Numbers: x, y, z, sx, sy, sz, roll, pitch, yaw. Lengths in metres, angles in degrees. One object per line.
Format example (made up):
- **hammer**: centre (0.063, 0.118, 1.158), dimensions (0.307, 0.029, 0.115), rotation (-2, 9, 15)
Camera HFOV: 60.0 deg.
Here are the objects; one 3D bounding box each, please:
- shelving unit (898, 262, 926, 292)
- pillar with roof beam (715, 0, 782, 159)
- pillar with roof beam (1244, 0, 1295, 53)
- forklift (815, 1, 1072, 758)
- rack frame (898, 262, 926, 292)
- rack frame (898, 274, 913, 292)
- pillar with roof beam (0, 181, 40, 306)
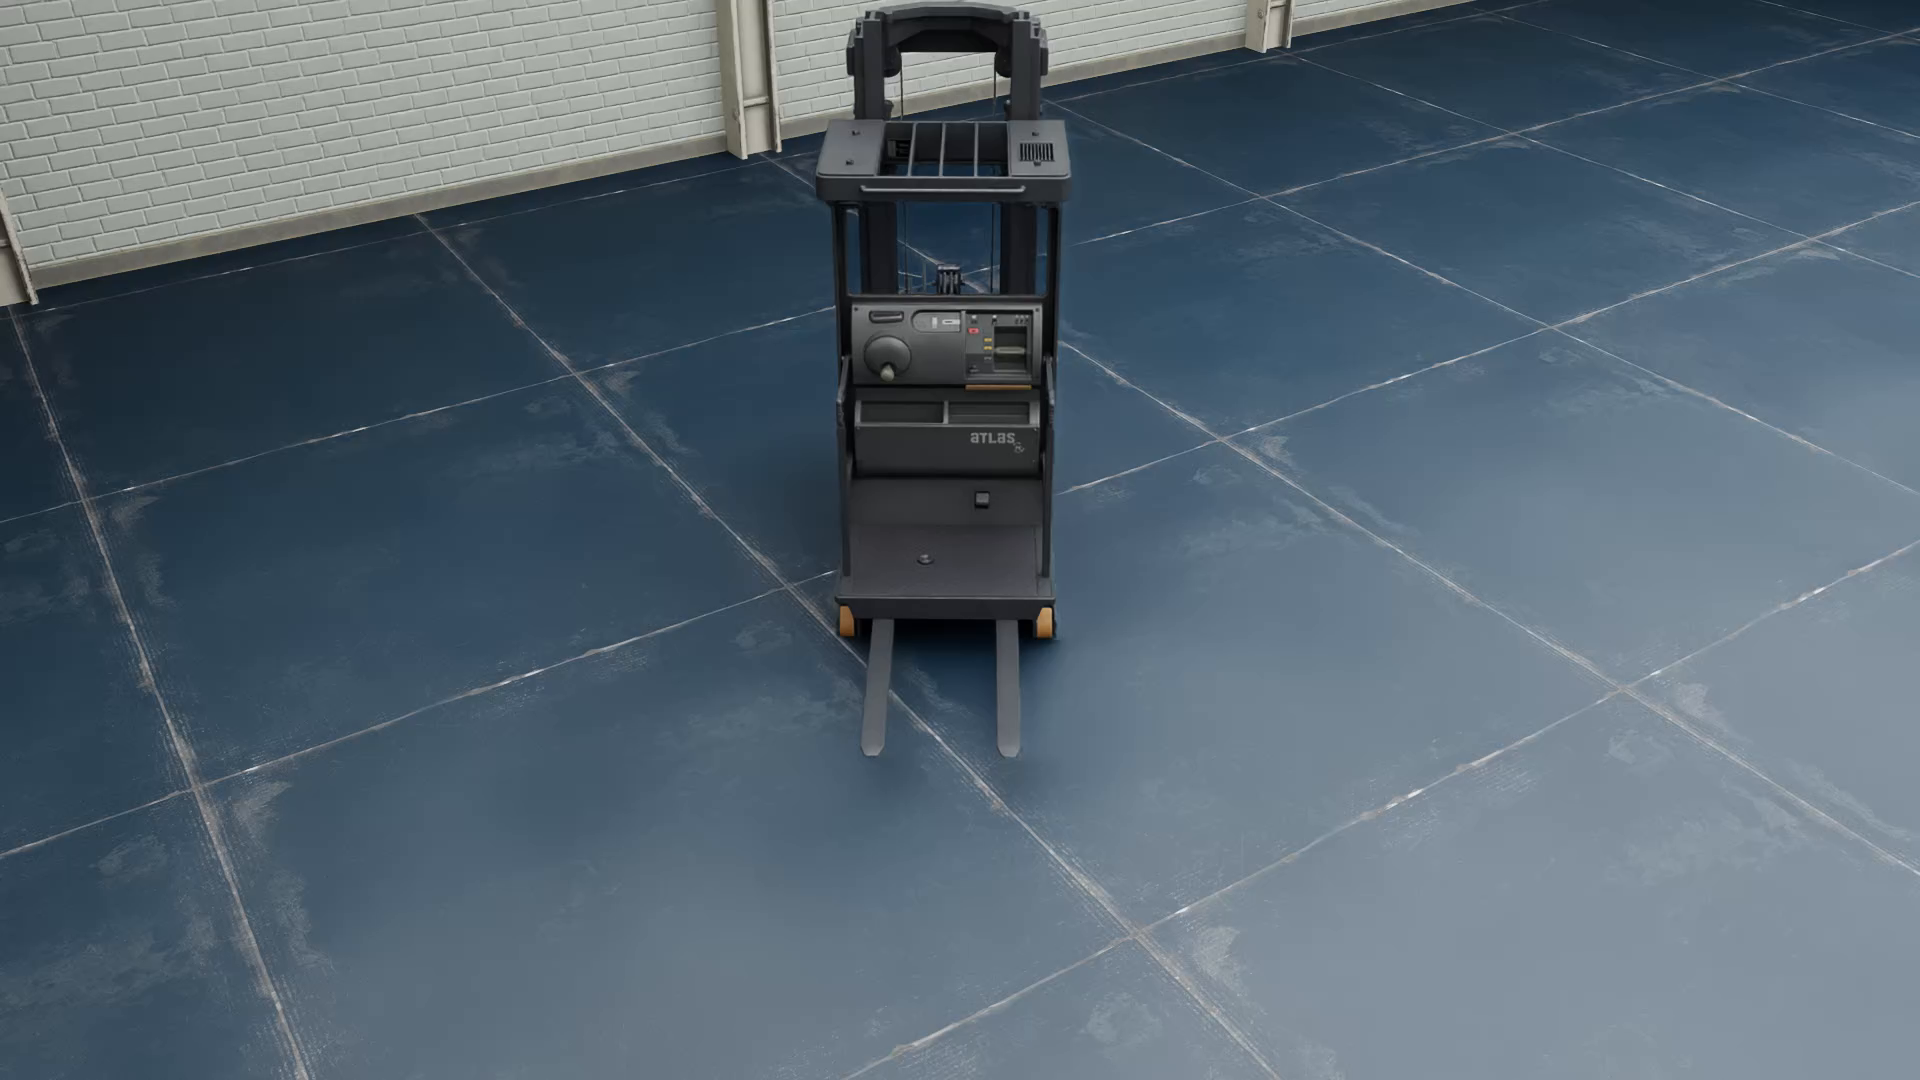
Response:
- **shelving unit**: centre (-0.343, -1.061, 9.808), dimensions (0.258, 1.200, 0.189), rotation (13, 34, 20)
- **pillar with roof beam**: centre (0.511, -5.324, 9.255), dimensions (0.400, 9.000, 9.100), rotation (-19, 37, -27)
- **pillar with roof beam**: centre (5.554, -7.058, 12.005), dimensions (0.400, 9.000, 9.100), rotation (-19, 37, -27)
- **forklift**: centre (-0.065, -0.906, 7.939), dimensions (1.130, 2.935, 3.031), rotation (0, 32, 1)
- **rack frame**: centre (-0.306, -1.106, 9.879), dimensions (0.240, 1.200, 0.006), rotation (13, 34, 20)
- **rack frame**: centre (-0.379, -1.017, 9.737), dimensions (0.240, 1.200, 0.006), rotation (13, 34, 20)
- **pillar with roof beam**: centre (-4.532, -3.590, 6.506), dimensions (0.400, 9.000, 9.100), rotation (-19, 37, -27)
